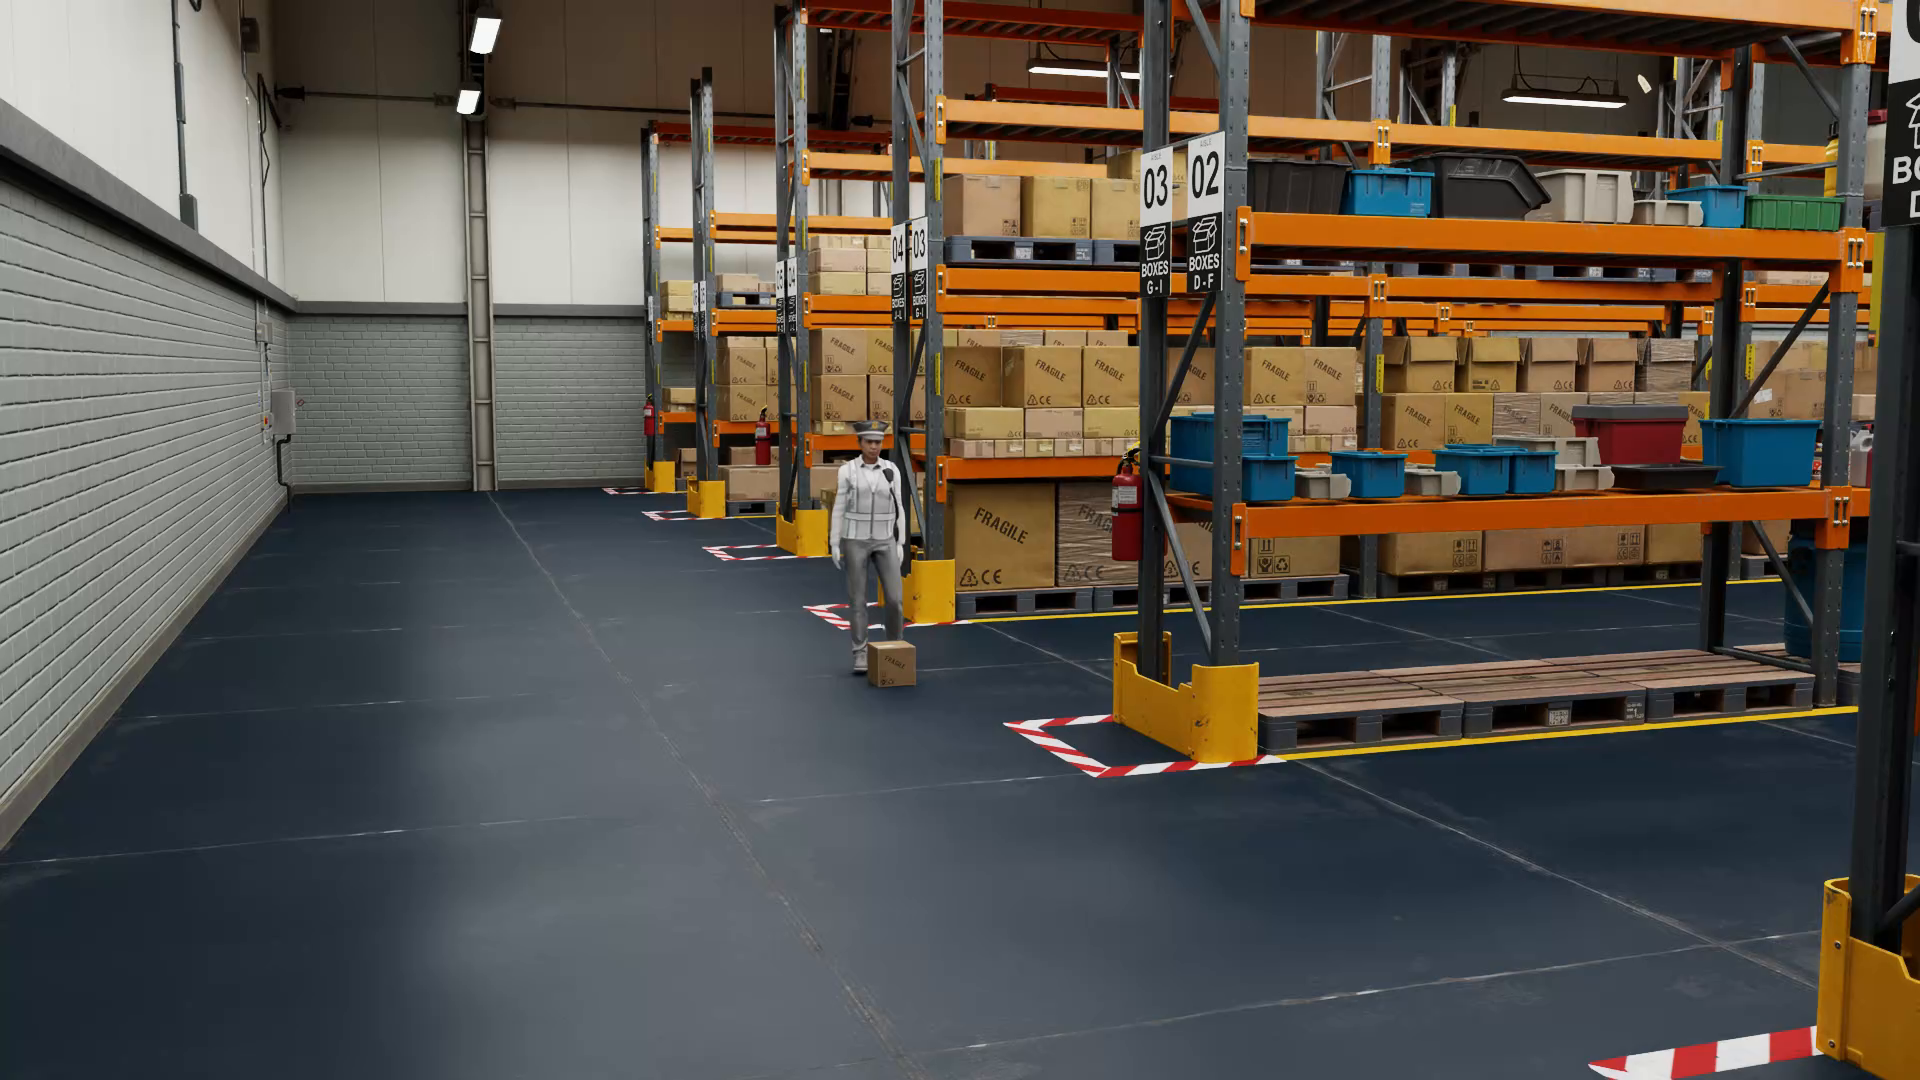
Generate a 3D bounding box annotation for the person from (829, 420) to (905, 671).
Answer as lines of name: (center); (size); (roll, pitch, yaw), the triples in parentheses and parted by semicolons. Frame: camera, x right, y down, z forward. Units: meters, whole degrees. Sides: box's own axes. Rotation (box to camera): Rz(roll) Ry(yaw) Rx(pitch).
person: (-0.613, 0.056, 11.077); (0.516, 1.712, 0.334); (-1, 6, -11)
